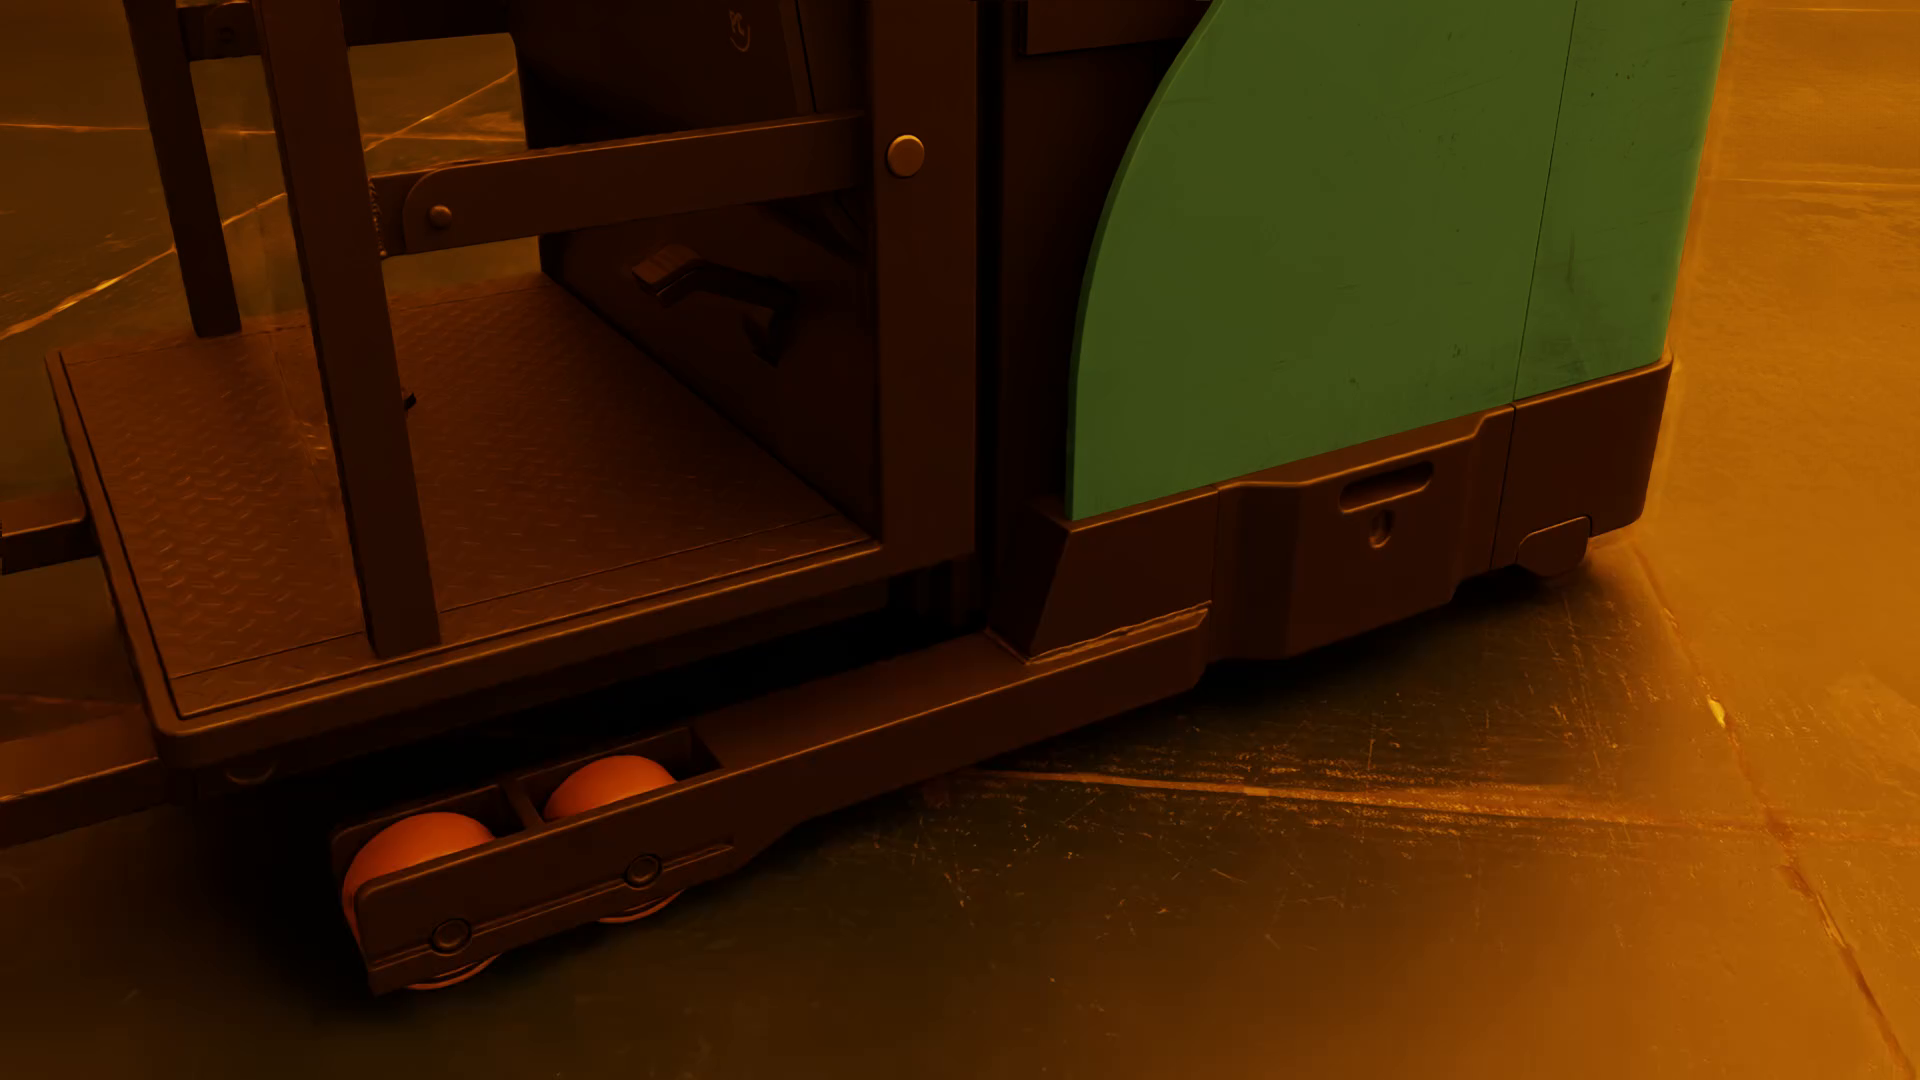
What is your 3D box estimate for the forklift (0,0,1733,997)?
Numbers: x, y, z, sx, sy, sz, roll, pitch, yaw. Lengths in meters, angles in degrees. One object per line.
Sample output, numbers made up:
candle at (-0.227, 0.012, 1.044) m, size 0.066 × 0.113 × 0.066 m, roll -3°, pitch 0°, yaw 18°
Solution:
forklift at (-0.528, -1.144, 1.510) m, size 3.031 × 2.935 × 1.130 m, roll -15°, pitch 30°, yaw -27°
